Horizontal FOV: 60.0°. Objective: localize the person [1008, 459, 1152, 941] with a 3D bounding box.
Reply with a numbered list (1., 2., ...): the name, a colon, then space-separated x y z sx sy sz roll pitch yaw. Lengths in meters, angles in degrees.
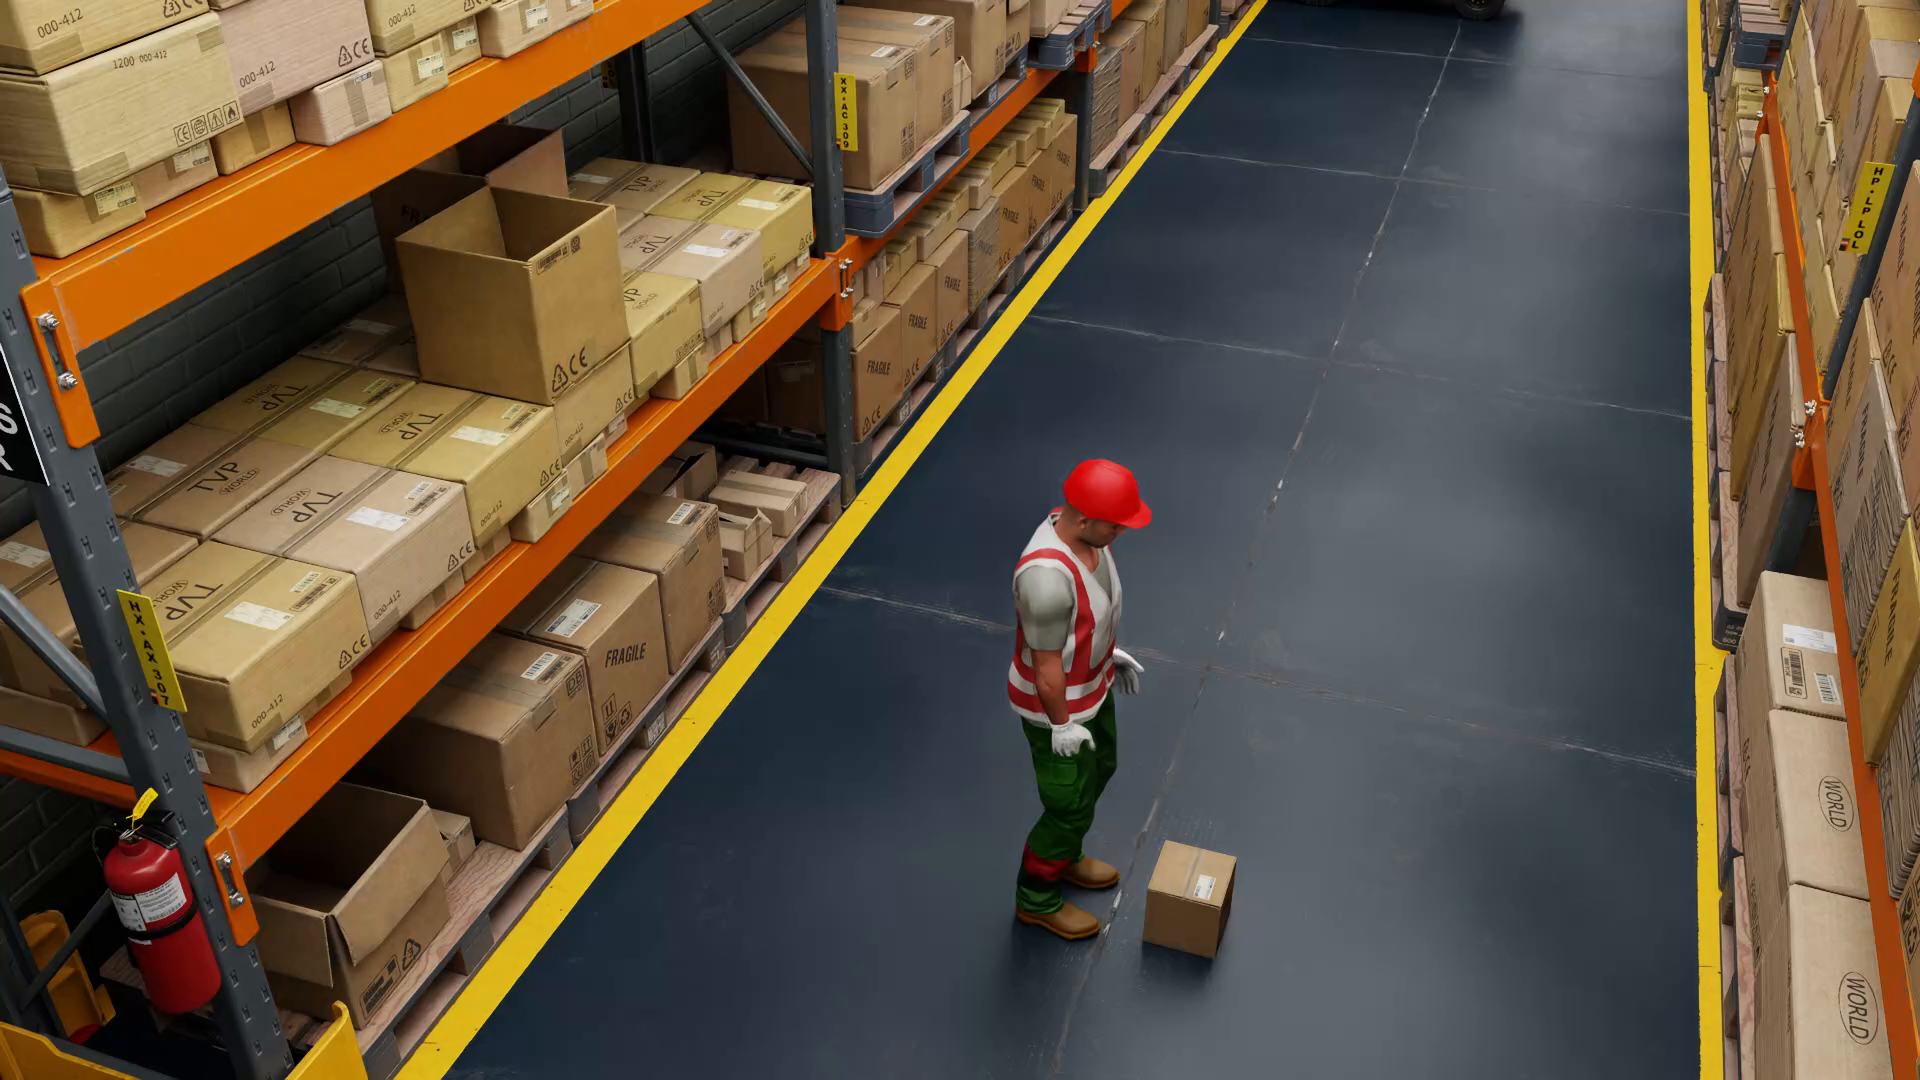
1. person: 0.376 0.501 5.370 0.400 1.763 0.535 12 35 17
